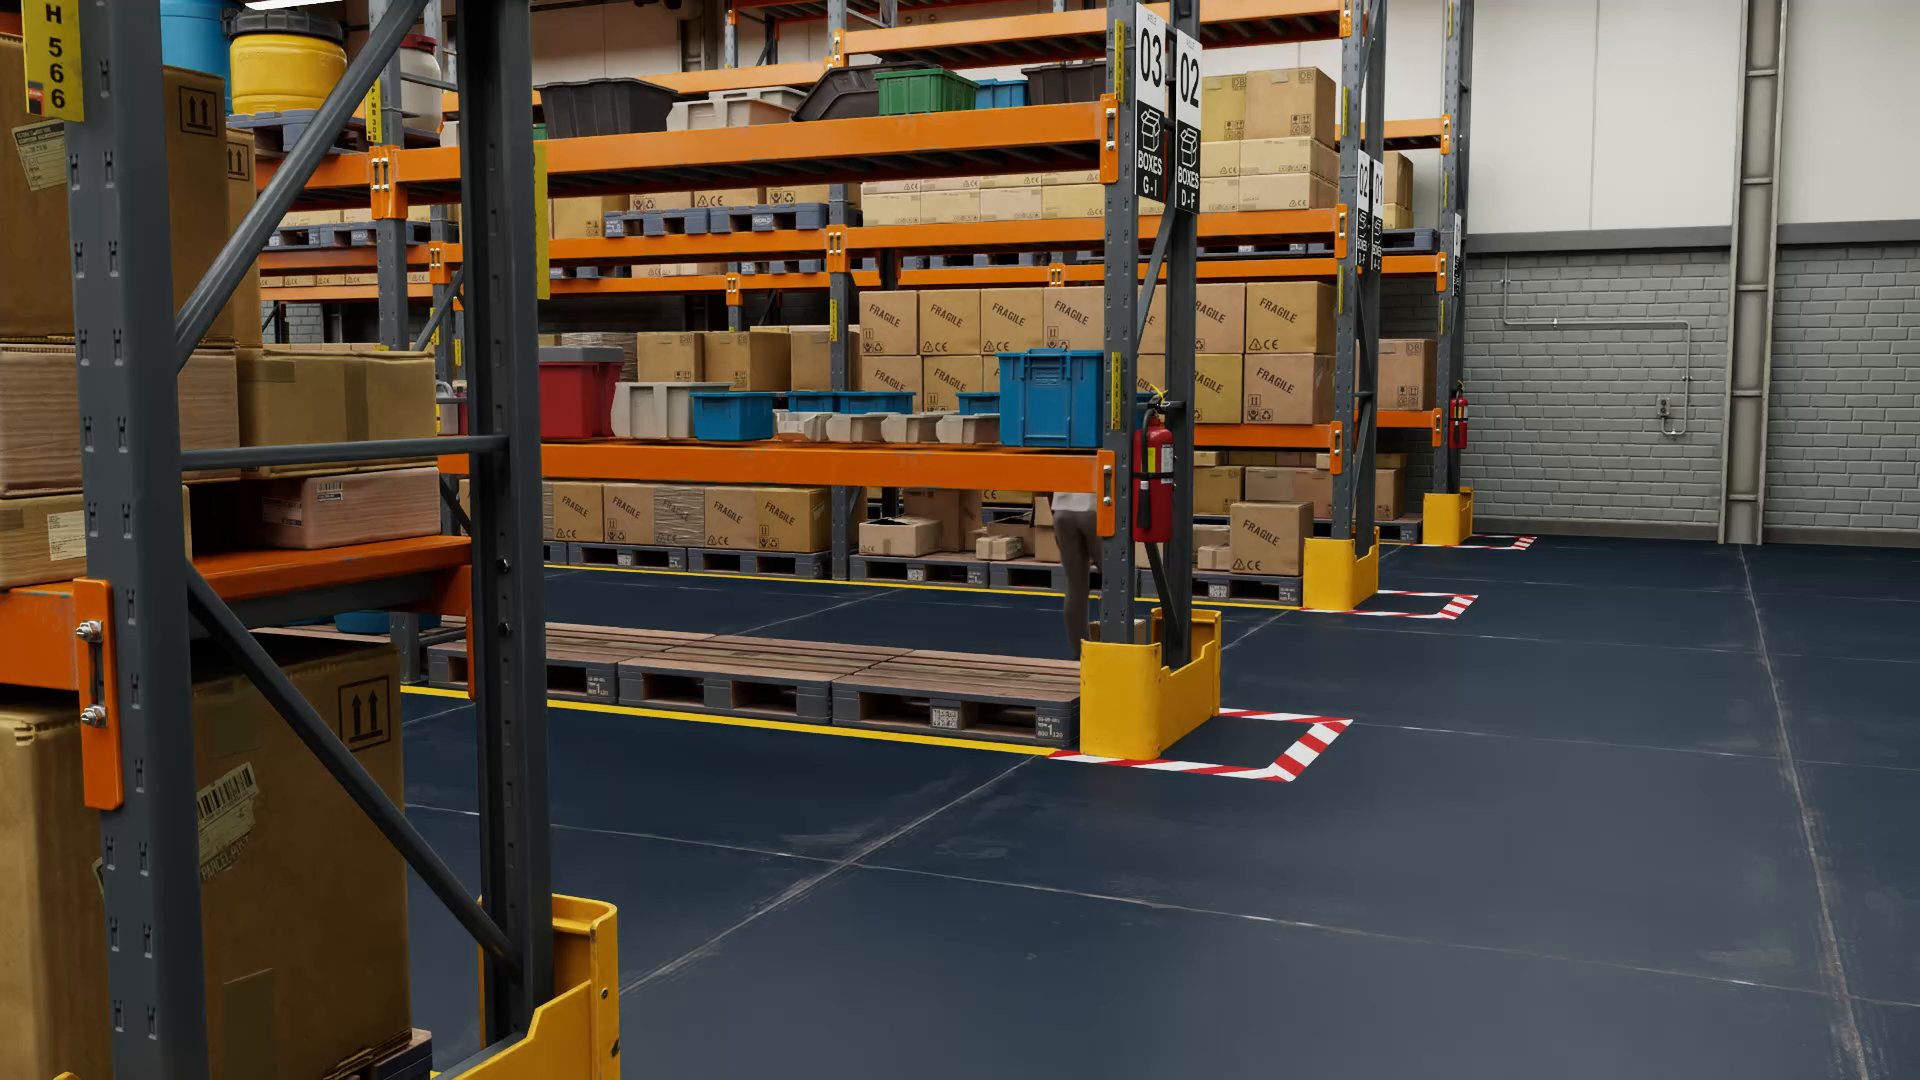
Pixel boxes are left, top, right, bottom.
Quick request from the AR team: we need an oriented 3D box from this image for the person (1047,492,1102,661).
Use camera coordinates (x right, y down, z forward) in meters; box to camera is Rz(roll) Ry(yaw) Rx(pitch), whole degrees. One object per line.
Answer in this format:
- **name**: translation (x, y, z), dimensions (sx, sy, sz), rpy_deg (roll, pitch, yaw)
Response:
- **person**: translation (0.738, -0.072, 9.087), dimensions (0.531, 1.711, 0.443), rpy_deg (4, 7, 36)
